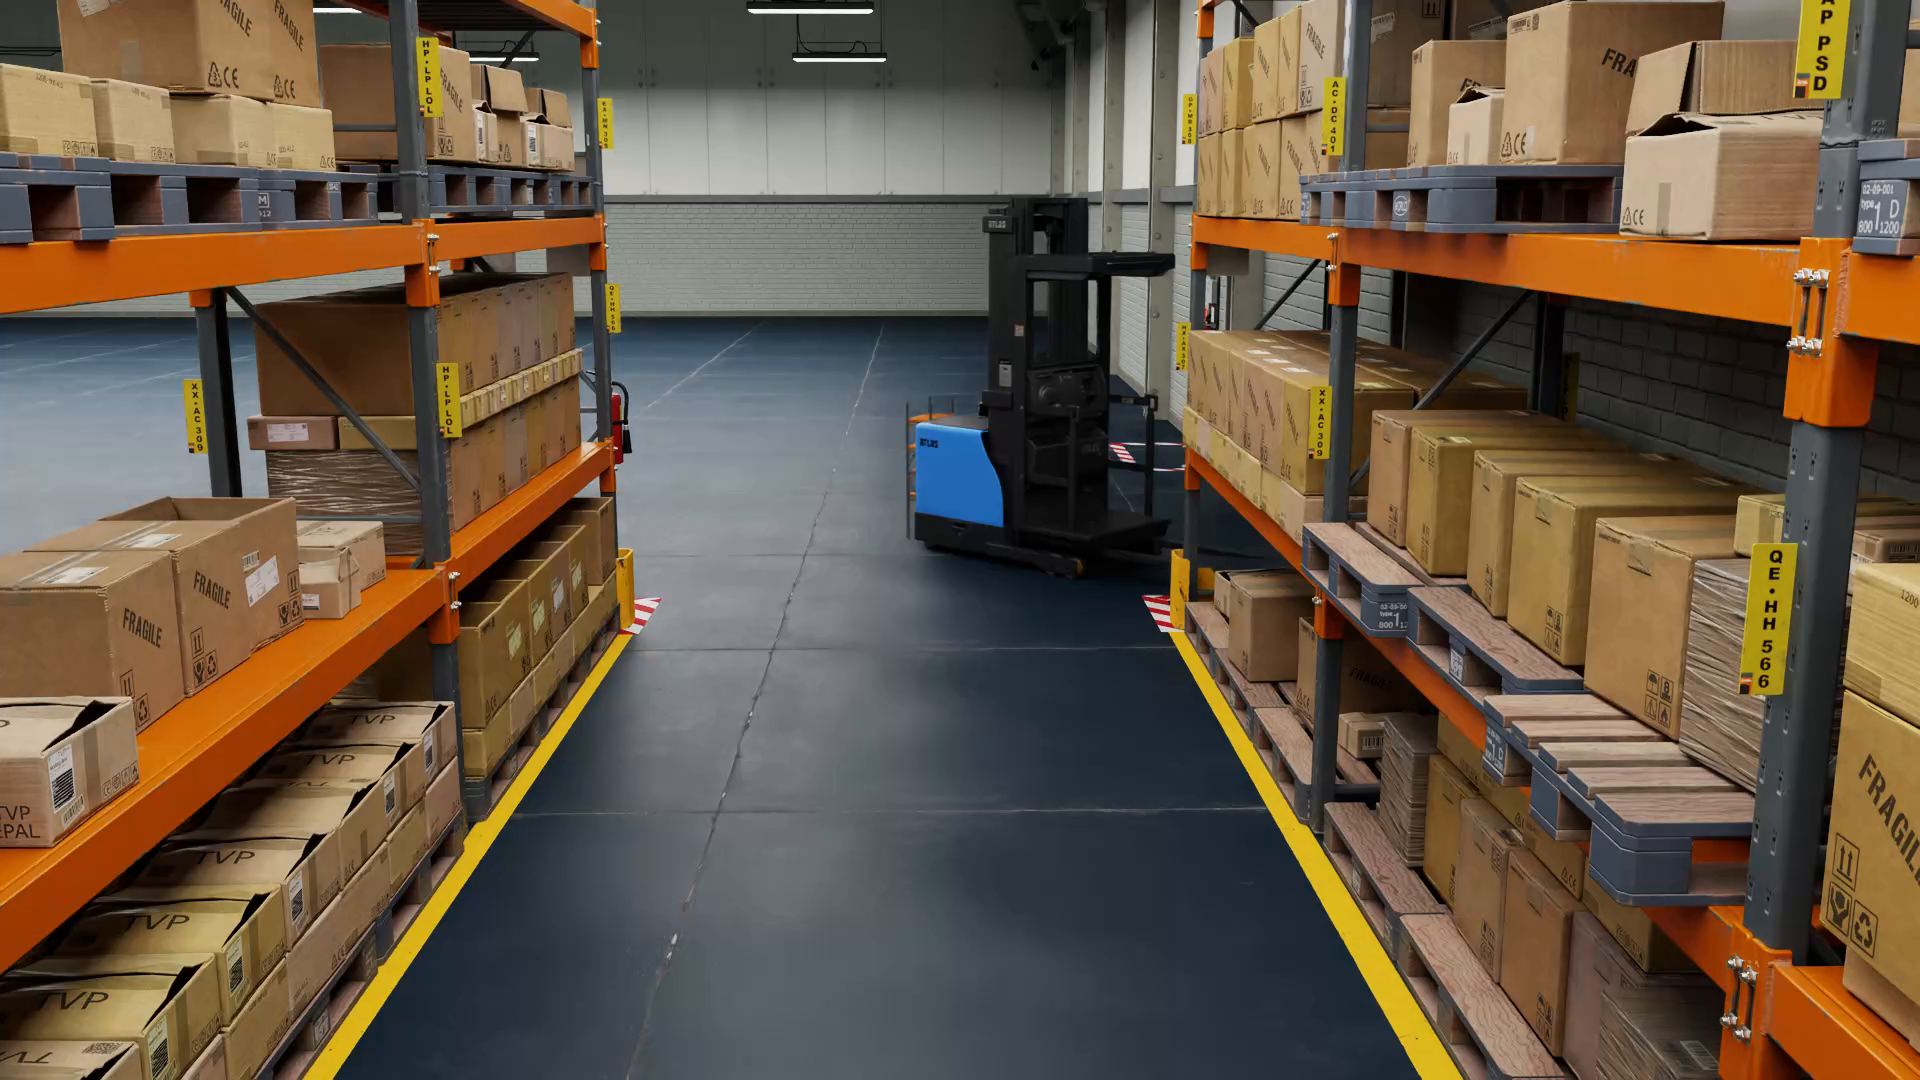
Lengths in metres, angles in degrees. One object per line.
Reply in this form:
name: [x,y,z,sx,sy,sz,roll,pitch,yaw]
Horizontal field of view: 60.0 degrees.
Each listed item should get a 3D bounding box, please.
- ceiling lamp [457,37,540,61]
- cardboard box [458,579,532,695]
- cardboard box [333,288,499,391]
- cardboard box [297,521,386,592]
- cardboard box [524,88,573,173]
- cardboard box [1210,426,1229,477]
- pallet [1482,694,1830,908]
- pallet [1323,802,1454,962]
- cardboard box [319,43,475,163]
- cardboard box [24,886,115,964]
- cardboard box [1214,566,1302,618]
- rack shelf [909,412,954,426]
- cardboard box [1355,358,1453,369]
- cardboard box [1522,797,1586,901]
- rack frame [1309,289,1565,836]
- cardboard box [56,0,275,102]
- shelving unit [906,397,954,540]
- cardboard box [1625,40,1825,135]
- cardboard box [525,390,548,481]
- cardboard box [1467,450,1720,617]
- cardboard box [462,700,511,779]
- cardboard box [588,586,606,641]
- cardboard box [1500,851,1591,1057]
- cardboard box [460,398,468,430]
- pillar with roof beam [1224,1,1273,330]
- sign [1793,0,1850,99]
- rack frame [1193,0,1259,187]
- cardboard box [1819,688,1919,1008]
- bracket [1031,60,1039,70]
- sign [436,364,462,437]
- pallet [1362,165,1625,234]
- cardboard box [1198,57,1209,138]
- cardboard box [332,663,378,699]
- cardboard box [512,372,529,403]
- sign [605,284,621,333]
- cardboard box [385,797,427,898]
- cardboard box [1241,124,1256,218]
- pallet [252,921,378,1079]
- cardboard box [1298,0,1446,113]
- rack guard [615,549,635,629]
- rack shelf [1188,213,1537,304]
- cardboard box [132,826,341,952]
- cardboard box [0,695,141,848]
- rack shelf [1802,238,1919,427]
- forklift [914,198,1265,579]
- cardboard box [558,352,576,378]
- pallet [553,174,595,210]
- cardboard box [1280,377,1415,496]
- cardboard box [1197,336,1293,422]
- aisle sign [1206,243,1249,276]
ceiling lamp: [-9.888,-11.709,34.959,2.000,3.185,0.800,0,11,-1]
cardboard box: [-2.514,0.499,8.529,0.500,0.500,0.500,0,11,-1]
cardboard box: [-2.836,-1.055,8.703,0.700,0.500,0.500,0,11,-1]
cardboard box: [-2.746,0.089,6.955,0.500,0.250,0.500,0,11,2]
cardboard box: [-2.874,-2.558,10.413,0.797,0.503,0.637,1,11,3]
cardboard box: [1.793,-0.532,9.965,0.500,0.250,0.500,0,11,-2]
pallet: [2.115,0.644,4.321,1.213,0.211,1.003,0,11,-1]
pallet: [2.171,1.418,7.040,1.003,0.211,1.213,0,11,-1]
cardboard box: [-2.546,-1.977,7.557,0.500,0.500,0.500,1,11,4]
cardboard box: [-2.999,1.273,5.190,0.500,0.311,0.500,0,11,-2]
cardboard box: [1.995,0.341,10.989,0.500,0.311,0.500,-2,12,-8]
rack shelf: [-0.261,-1.018,14.581,0.258,0.148,0.480,5,12,22]
cardboard box: [2.340,-0.704,8.924,0.500,0.500,0.500,0,11,0]
cardboard box: [2.204,0.975,5.504,0.500,0.250,0.500,0,11,-1]
rack frame: [2.153,-0.104,7.525,1.000,3.000,0.127,0,11,-1]
cardboard box: [-2.791,-1.817,5.859,0.500,0.500,0.500,1,12,4]
shelving unit: [-0.261,-0.633,14.659,0.258,1.200,0.503,5,12,22]
cardboard box: [2.302,-1.097,4.568,0.797,0.503,0.637,1,12,7]
cardboard box: [-2.865,-0.631,9.872,0.700,0.500,0.500,0,11,-1]
cardboard box: [2.179,-0.025,5.780,0.700,0.500,0.500,1,12,7]
cardboard box: [-2.506,0.966,8.114,0.500,0.250,0.500,0,11,-1]
cardboard box: [-2.553,0.469,10.563,0.500,0.250,0.500,0,11,-1]
cardboard box: [2.236,1.357,5.509,0.700,0.500,0.500,0,11,-1]
cardboard box: [-2.624,-0.605,8.113,0.380,0.149,0.250,-1,11,-3]
pillar with roof beam: [-1.478,-4.878,15.972,9.100,9.000,0.400,0,11,-1]
sign: [1.693,-1.030,3.248,0.100,0.325,0.005,0,11,-1]
rack frame: [2.070,-3.839,10.848,1.000,3.000,0.127,0,11,-1]
cardboard box: [1.990,0.585,3.083,0.500,0.500,0.500,0,11,1]
bracket: [1.917,-11.983,41.938,0.235,0.232,0.430,0,11,-1]
sign: [-2.257,-0.615,7.335,0.100,0.325,0.005,0,11,-1]
pallet: [2.084,-1.152,5.623,1.213,0.211,1.003,0,11,-1]
cardboard box: [1.836,-2.840,10.653,0.500,0.500,0.500,-1,12,-5]
cardboard box: [-3.026,0.501,8.519,0.500,0.500,0.500,0,11,-1]
cardboard box: [-2.650,-0.861,9.376,0.380,0.149,0.250,0,11,-2]
sign: [-2.339,-1.561,11.199,0.100,0.325,0.005,0,11,-1]
cardboard box: [-2.492,1.241,6.757,0.500,0.250,0.500,0,11,-2]
cardboard box: [1.850,-2.044,9.242,0.500,0.500,0.500,0,11,2]
pallet: [-2.717,1.673,5.779,1.003,0.211,1.213,0,11,-1]
cardboard box: [1.872,-2.221,7.601,0.500,0.500,0.500,-1,12,-6]
rack guard: [-2.883,0.343,11.613,1.175,0.500,0.348,0,11,-1]
rack shelf: [2.112,-1.619,9.258,1.077,0.370,4.000,0,11,-1]
cardboard box: [-2.473,1.166,5.715,0.500,0.311,0.500,0,11,-2]
cardboard box: [-2.542,0.578,4.391,0.500,0.311,0.500,0,11,-2]
rack shelf: [2.277,-0.028,1.420,1.077,0.370,4.000,0,11,-1]
forklift: [1.025,-1.248,13.337,3.031,2.935,1.130,11,16,42]
cardboard box: [-2.677,-1.117,10.639,0.380,0.149,0.250,0,11,0]
pallet: [-2.893,-2.164,10.358,1.003,0.211,1.213,0,11,-1]
cardboard box: [1.834,-0.500,7.921,0.500,0.500,0.500,0,11,-1]
cardboard box: [1.780,-1.008,10.425,0.500,0.500,0.500,0,11,-1]
aisle sign: [1.769,-2.186,11.251,0.394,0.787,0.004,0,11,-1]
